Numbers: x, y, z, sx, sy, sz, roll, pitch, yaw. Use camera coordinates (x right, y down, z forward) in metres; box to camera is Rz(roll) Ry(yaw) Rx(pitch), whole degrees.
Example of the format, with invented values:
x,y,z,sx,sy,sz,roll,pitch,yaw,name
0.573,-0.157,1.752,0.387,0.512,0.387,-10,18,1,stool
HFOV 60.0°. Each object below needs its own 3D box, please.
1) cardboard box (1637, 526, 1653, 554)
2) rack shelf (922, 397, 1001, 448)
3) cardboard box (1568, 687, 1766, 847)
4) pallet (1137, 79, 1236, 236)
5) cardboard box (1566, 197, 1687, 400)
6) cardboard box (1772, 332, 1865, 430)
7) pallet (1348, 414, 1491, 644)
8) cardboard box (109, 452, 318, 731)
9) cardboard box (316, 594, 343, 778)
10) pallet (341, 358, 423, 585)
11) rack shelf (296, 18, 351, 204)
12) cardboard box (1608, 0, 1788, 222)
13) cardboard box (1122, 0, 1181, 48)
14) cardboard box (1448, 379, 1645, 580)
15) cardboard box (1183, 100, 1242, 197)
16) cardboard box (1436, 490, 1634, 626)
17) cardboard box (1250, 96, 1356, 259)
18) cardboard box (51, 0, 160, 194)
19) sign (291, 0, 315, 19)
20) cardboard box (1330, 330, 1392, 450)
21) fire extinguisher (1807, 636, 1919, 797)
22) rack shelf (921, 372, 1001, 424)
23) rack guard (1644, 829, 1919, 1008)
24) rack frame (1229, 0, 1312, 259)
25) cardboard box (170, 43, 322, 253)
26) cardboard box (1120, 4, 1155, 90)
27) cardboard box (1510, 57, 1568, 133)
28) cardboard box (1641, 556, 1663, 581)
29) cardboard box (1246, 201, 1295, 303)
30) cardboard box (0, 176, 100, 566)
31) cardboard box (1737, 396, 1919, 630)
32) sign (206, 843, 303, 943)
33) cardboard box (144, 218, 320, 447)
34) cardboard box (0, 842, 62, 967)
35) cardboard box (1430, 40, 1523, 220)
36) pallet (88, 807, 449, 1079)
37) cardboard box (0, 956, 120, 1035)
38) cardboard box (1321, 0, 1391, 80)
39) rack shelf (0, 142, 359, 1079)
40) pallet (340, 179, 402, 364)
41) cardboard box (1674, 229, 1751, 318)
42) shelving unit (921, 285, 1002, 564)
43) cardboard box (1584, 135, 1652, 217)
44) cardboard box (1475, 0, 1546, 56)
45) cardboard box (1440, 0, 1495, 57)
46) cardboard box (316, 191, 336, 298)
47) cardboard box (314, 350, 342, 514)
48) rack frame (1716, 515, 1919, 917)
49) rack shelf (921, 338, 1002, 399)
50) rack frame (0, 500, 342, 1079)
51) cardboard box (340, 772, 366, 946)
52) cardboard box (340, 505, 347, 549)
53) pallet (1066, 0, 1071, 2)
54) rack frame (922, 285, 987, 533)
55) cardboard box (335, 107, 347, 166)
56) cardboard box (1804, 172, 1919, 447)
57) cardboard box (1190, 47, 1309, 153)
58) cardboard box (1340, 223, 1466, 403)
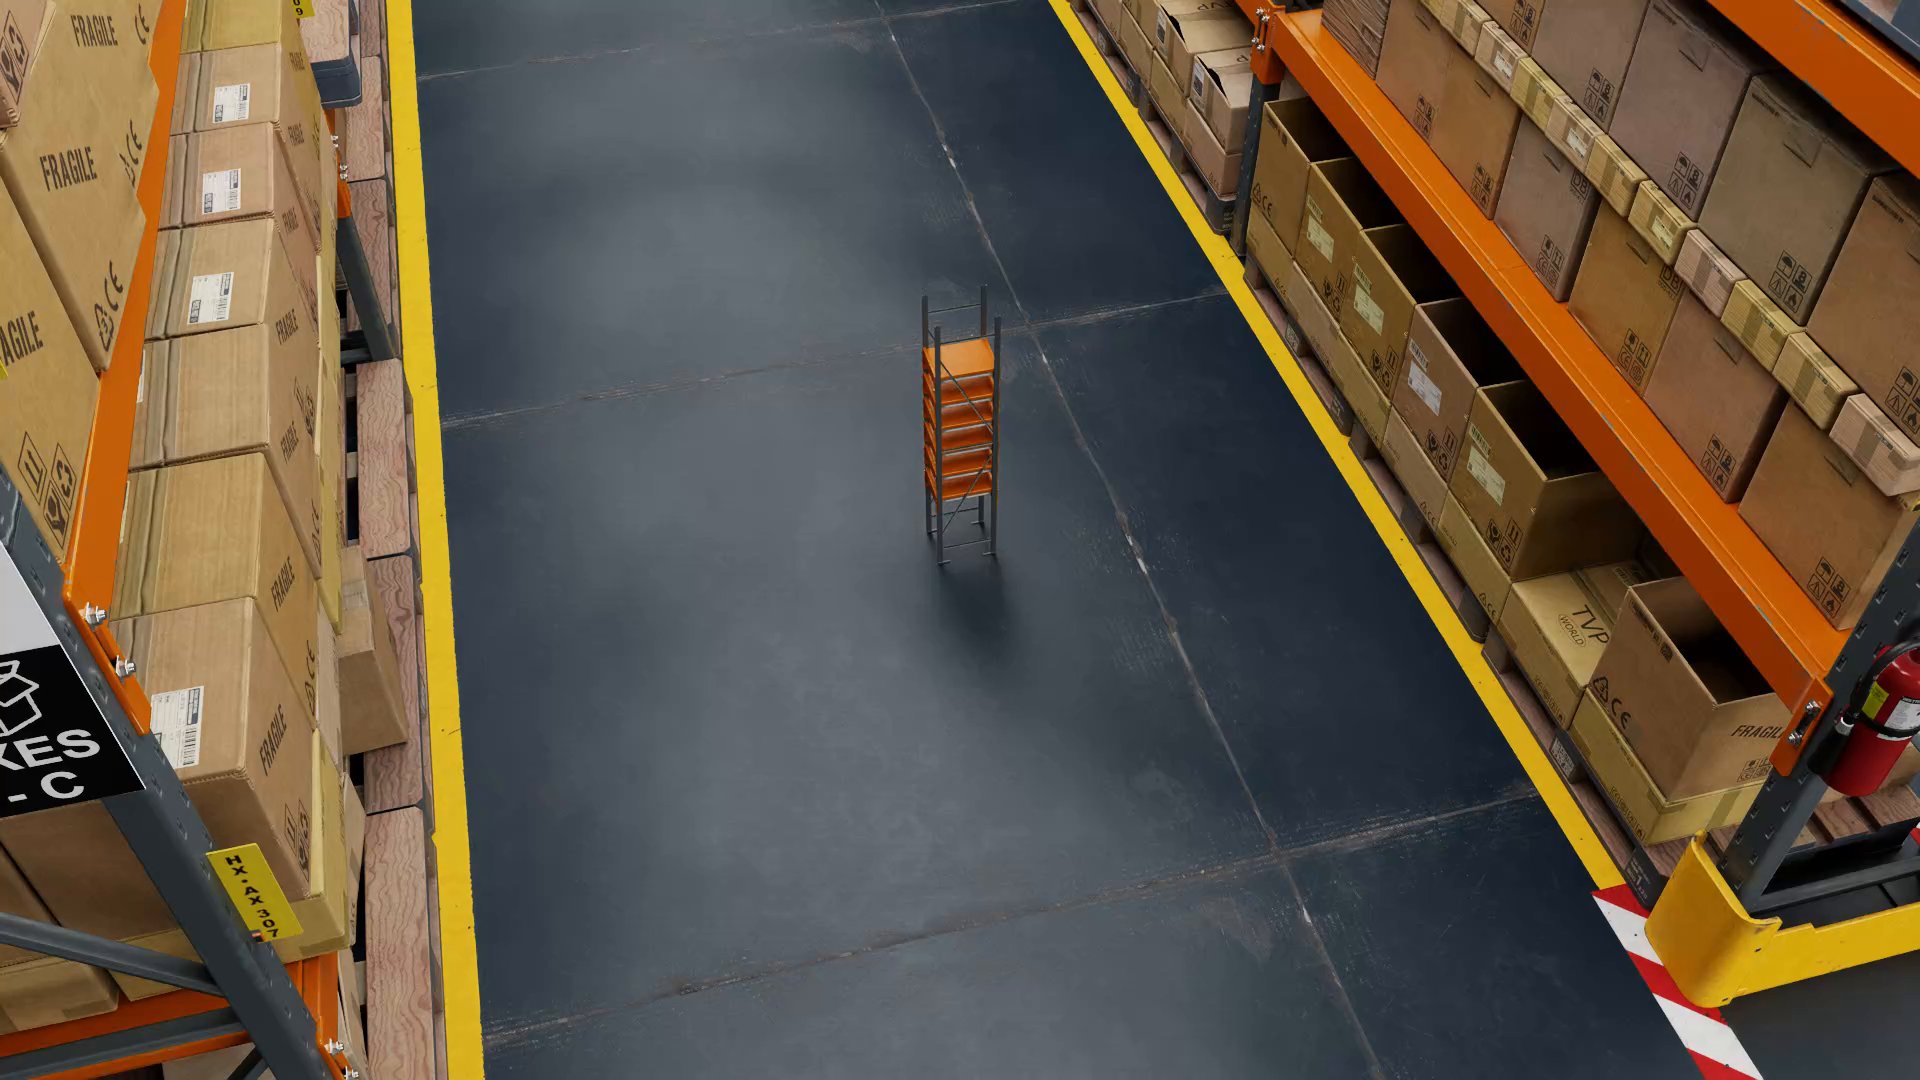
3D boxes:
x,y,z,sx,sy,sz,roll,pitch,yaw,name
2.653,-0.338,6.087,0.500,0.500,0.500,-11,47,-10,cardboard box
0.004,-0.463,6.258,0.258,0.103,0.180,-11,47,-10,rack shelf
2.422,0.707,5.588,0.500,0.250,0.500,-11,47,-10,cardboard box
1.595,-2.079,8.640,1.003,0.211,1.213,-11,47,-10,pallet
2.477,-0.857,5.420,0.700,0.500,0.500,-10,46,-10,cardboard box
2.495,-0.463,4.580,0.380,0.149,0.250,-10,46,-9,cardboard box
2.300,-0.177,6.776,1.003,0.211,1.213,-11,47,-10,pallet
-1.891,0.172,4.047,0.500,0.500,0.500,-11,47,-10,cardboard box
-1.907,0.411,4.338,0.500,0.250,0.500,-12,47,-12,cardboard box
-2.760,-0.212,6.810,1.003,0.211,1.213,-11,47,-10,pallet
-3.479,-2.774,7.872,1.077,0.370,4.000,-11,47,-10,rack shelf
2.455,-1.352,4.997,0.700,0.500,0.500,-11,47,-10,cardboard box
1.176,-2.865,8.696,0.500,0.311,0.500,-11,47,-10,cardboard box
2.150,-0.243,5.994,0.500,0.500,0.500,-11,47,-10,cardboard box
1.435,-1.971,8.213,0.500,0.250,0.500,-11,47,-11,cardboard box
2.153,0.019,6.262,0.500,0.250,0.500,-11,47,-10,cardboard box
1.637,-1.623,7.347,0.500,0.500,0.500,-11,47,-10,cardboard box
-2.026,-0.987,3.433,0.500,0.500,0.500,-9,46,-8,cardboard box
-2.444,-2.053,6.055,0.100,0.325,0.005,-11,47,-10,sign
1.893,-0.670,6.938,0.500,0.250,0.500,-11,47,-10,cardboard box
2.426,0.402,4.310,0.296,0.674,0.183,-11,47,-10,fire extinguisher
0.004,-0.547,6.172,0.258,0.103,0.180,-11,47,-10,rack shelf
2.851,1.100,5.322,1.175,0.500,0.348,-11,47,-10,rack guard
1.821,-2.554,7.152,1.000,3.000,0.127,-11,47,-10,rack frame
-2.413,-1.249,5.440,0.500,0.500,0.500,-11,47,-11,cardboard box
1.175,-2.674,8.902,0.500,0.250,0.500,-10,46,-9,cardboard box
2.103,-1.526,5.621,0.380,0.149,0.250,-11,47,-11,cardboard box
2.791,0.268,6.018,0.500,0.250,0.500,-11,47,-10,cardboard box
1.647,-1.363,7.616,0.500,0.250,0.500,-11,47,-10,cardboard box
-1.787,-0.252,2.713,0.500,0.500,0.500,-10,46,-9,cardboard box
2.738,-0.152,4.728,0.700,0.500,0.500,-11,47,-10,cardboard box
-1.418,0.714,3.344,0.100,0.325,0.005,-11,47,-10,sign
-2.161,-0.540,4.745,0.500,0.500,0.500,-9,46,-9,cardboard box
-2.269,0.613,3.615,0.500,0.500,0.500,-11,47,-11,cardboard box
2.207,-1.573,6.122,0.700,0.500,0.500,-10,46,-10,cardboard box
-2.136,1.473,5.159,1.003,0.211,1.213,-11,47,-10,pallet
-2.250,0.875,3.884,0.500,0.250,0.500,-10,46,-10,cardboard box
1.941,-2.283,6.817,0.700,0.500,0.500,-12,47,-11,cardboard box
-2.455,-0.013,5.166,1.077,0.370,4.000,-11,47,-10,rack shelf
-3.167,-1.206,7.785,1.003,0.211,1.213,-11,47,-10,pallet
2.367,-0.814,4.923,0.380,0.149,0.250,-10,46,-10,cardboard box
0.004,-0.410,6.312,0.258,1.200,0.189,-11,47,-10,shelving unit
2.230,-1.177,5.279,0.380,0.149,0.250,-10,46,-9,cardboard box
2.199,-2.043,5.674,0.700,0.500,0.500,-11,47,-10,cardboard box
1.965,-1.890,5.977,0.380,0.149,0.250,-12,47,-12,cardboard box
-2.433,-0.983,5.704,0.500,0.250,0.500,-11,47,-10,cardboard box
-2.159,-0.291,5.026,0.500,0.250,0.500,-10,46,-10,cardboard box
2.845,0.208,4.446,1.000,3.000,0.127,-11,47,-10,rack frame
0.004,-0.631,6.086,0.258,0.103,0.180,-11,47,-10,rack shelf
-1.943,1.116,3.556,1.000,3.000,0.127,-11,47,-10,rack frame
-2.179,1.016,5.229,0.500,0.311,0.500,-7,46,-7,cardboard box
-2.662,-0.215,6.303,0.500,0.500,0.500,-14,47,-13,cardboard box
0.970,-3.764,10.291,1.003,0.211,1.213,-11,47,-10,pallet
-0.020,-0.473,6.374,0.240,1.200,0.006,-11,47,-10,rack frame
-3.443,-2.137,8.186,0.700,0.500,0.500,-10,46,-10,cardboard box
2.724,-0.642,4.301,0.700,0.500,0.500,-11,47,-10,cardboard box
1.440,-2.162,8.007,0.500,0.311,0.500,-11,47,-10,cardboard box
1.893,-0.933,6.670,0.500,0.500,0.500,-11,47,-10,cardboard box
